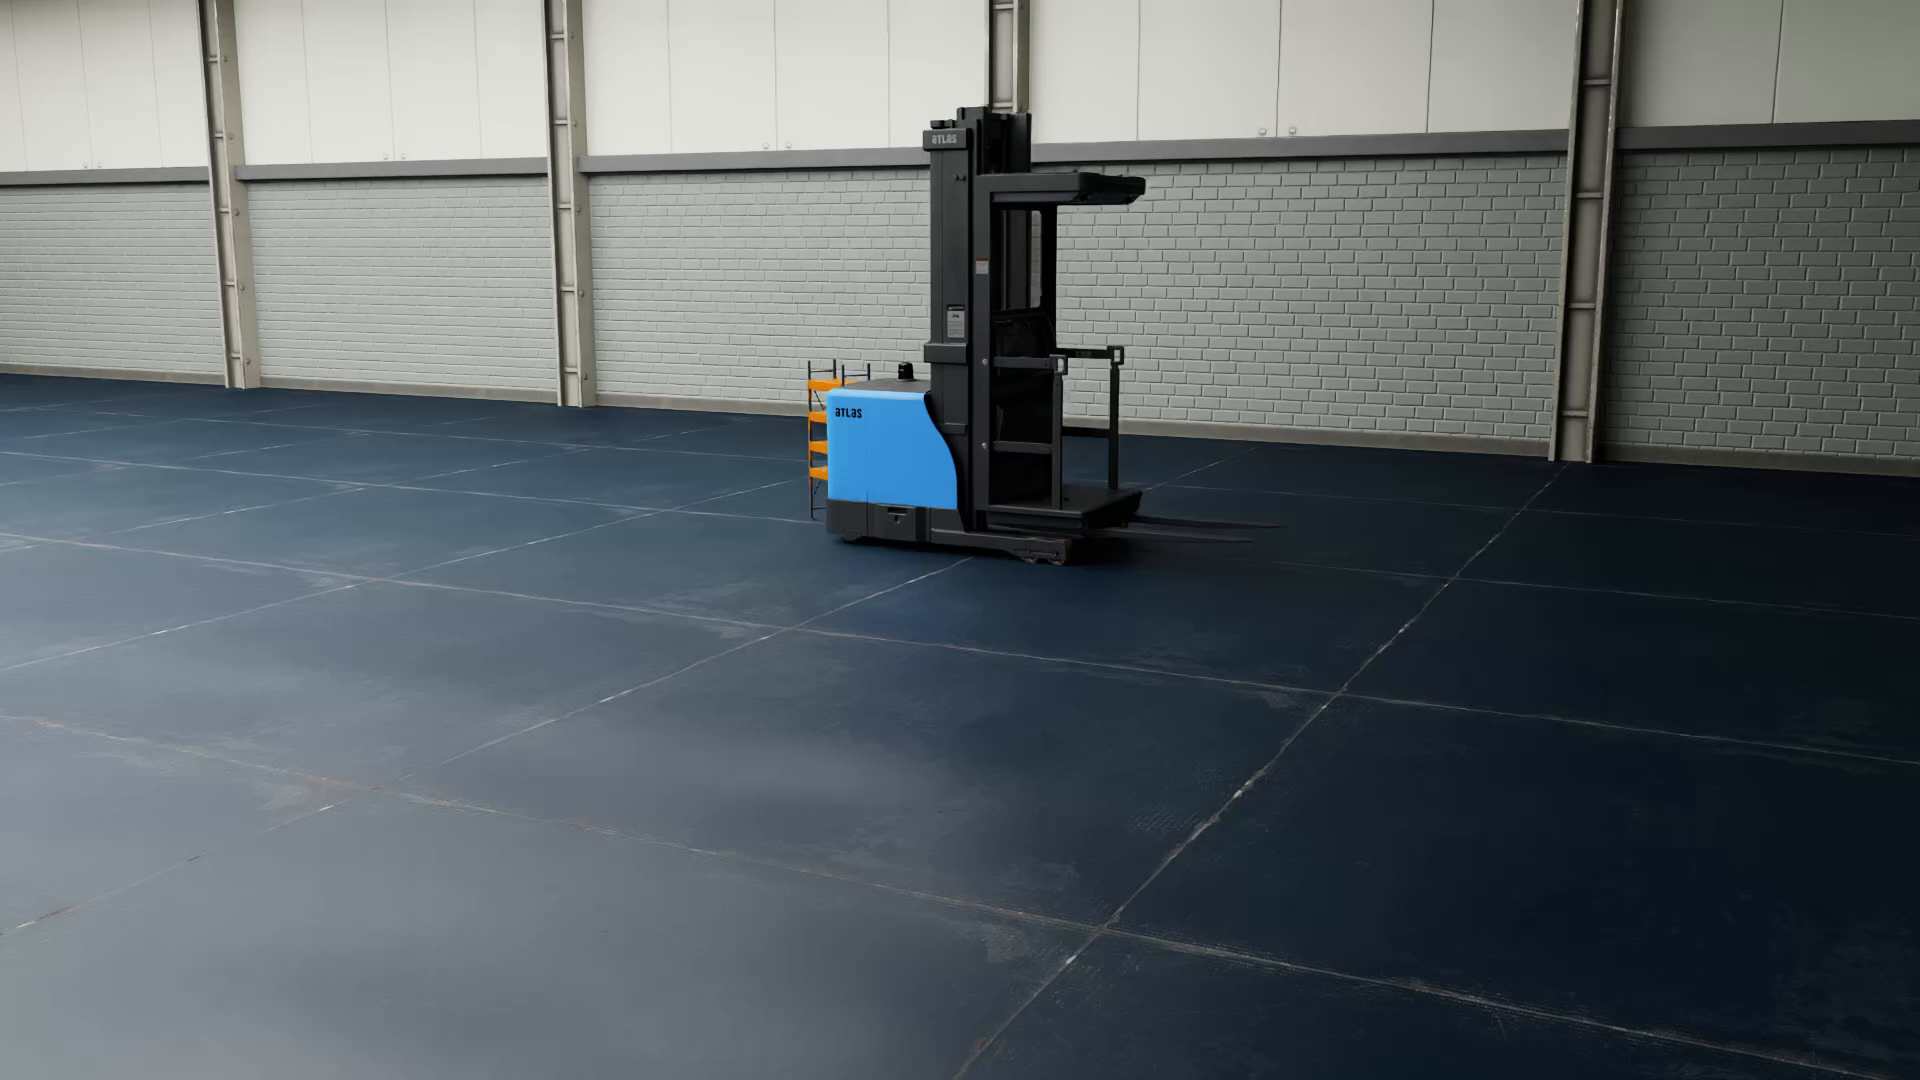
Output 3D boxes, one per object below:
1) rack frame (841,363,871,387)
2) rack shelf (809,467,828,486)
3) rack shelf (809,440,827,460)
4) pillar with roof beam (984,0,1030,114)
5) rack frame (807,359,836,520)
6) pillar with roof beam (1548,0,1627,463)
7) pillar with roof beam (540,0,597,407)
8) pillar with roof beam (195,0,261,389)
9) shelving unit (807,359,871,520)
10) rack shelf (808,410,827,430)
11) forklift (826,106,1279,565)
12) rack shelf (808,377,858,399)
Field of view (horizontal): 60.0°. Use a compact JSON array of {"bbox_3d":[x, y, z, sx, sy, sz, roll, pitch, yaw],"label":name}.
[{"bbox_3d":[-0.752,-0.682,12.127,0.240,1.200,0.015,-7,12,-34],"label":"rack frame"},{"bbox_3d":[-0.892,-0.456,12.371,0.258,0.148,0.480,-7,12,-34],"label":"rack shelf"},{"bbox_3d":[-0.892,-0.651,12.336,0.258,0.148,0.480,-7,12,-34],"label":"rack shelf"},{"bbox_3d":[-1.401,-4.984,13.999,0.400,9.000,9.100,5,11,26],"label":"pillar with roof beam"},{"bbox_3d":[-1.032,-0.753,12.521,0.240,1.200,0.015,-7,12,-34],"label":"rack frame"},{"bbox_3d":[3.979,-4.511,11.387,0.400,9.000,9.100,5,11,26],"label":"pillar with roof beam"},{"bbox_3d":[-6.782,-5.457,16.612,0.400,9.000,9.100,5,11,26],"label":"pillar with roof beam"},{"bbox_3d":[-12.163,-5.929,19.224,0.400,9.000,9.100,5,11,26],"label":"pillar with roof beam"},{"bbox_3d":[-0.892,-0.717,12.324,0.258,1.200,0.503,-7,12,-34],"label":"shelving unit"},{"bbox_3d":[-0.892,-0.871,12.296,0.258,0.148,0.480,-7,12,-34],"label":"rack shelf"},{"bbox_3d":[0.614,-1.387,11.164,3.031,2.935,1.130,5,11,26],"label":"forklift"},{"bbox_3d":[-0.892,-1.104,12.254,0.258,0.148,0.480,-7,12,-34],"label":"rack shelf"}]
